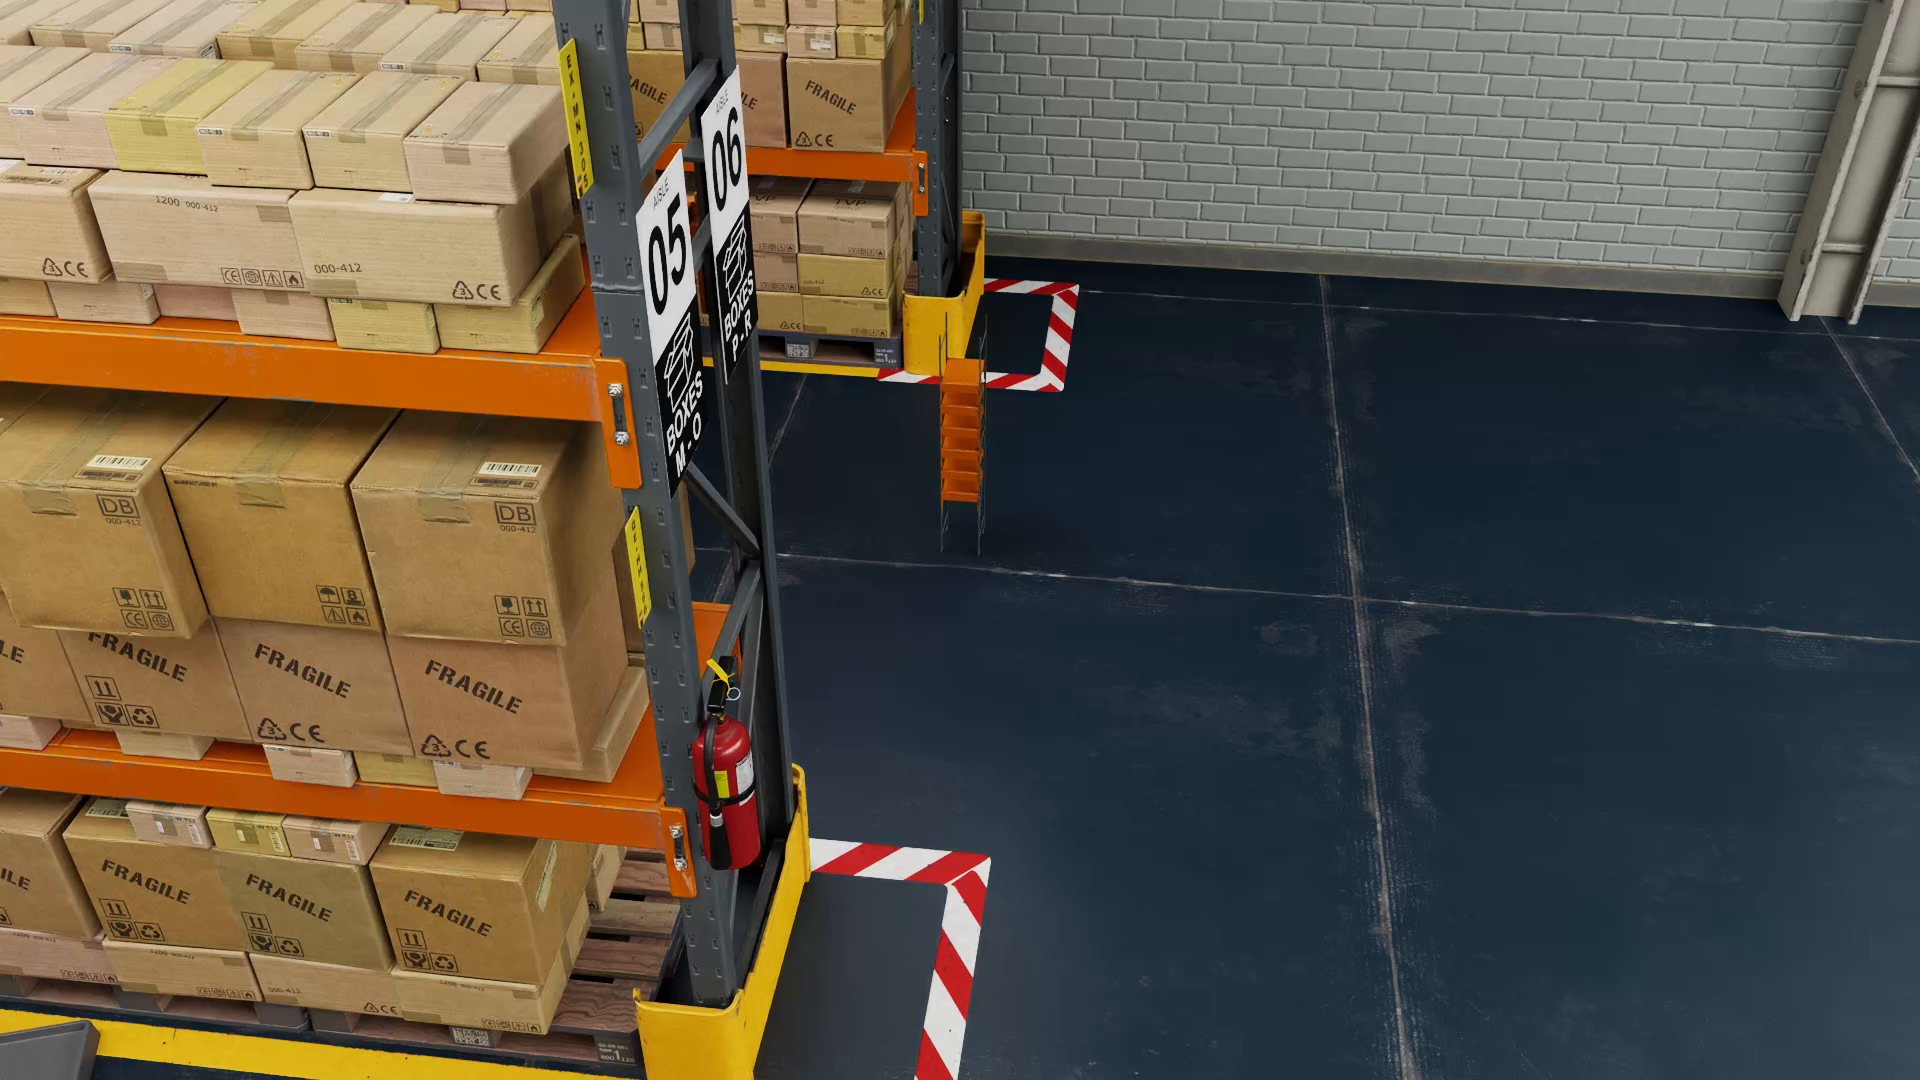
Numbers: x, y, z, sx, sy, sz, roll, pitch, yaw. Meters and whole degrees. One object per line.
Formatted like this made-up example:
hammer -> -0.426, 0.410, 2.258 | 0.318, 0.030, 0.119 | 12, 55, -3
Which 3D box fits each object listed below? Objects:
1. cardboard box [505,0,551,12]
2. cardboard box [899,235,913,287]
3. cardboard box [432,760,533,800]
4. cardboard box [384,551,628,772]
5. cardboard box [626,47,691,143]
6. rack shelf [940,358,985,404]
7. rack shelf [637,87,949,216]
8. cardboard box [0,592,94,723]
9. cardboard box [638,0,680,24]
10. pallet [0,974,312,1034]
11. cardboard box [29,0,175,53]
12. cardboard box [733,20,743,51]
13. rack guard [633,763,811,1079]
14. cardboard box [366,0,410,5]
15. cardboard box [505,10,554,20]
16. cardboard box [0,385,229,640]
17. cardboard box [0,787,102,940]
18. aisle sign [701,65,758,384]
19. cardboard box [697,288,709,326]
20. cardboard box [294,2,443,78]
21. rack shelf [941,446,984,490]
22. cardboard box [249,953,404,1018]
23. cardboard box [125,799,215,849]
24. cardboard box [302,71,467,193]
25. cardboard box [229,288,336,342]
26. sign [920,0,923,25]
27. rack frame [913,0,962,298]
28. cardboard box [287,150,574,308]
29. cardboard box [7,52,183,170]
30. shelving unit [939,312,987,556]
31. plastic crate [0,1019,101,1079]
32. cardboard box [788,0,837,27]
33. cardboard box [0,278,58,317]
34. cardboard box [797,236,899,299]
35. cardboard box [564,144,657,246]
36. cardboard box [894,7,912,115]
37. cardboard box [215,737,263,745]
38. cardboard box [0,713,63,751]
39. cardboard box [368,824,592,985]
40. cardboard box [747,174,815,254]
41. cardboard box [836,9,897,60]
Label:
cardboard box -> -2.263, -2.975, 8.935 | 0.250, 0.149, 0.380 | 4, 36, 6
cardboard box -> -0.573, -1.706, 10.064 | 0.500, 0.250, 0.500 | 4, 36, 6
cardboard box -> -1.403, 0.598, 5.046 | 0.250, 0.149, 0.380 | 4, 36, 5
cardboard box -> -1.313, 0.312, 4.889 | 0.500, 0.500, 0.500 | 4, 36, 5
cardboard box -> -1.654, -2.512, 9.102 | 0.500, 0.500, 0.500 | 4, 36, 5
rack shelf -> 0.014, -0.744, 7.717 | 0.180, 0.103, 0.258 | 4, 36, 6
rack shelf -> -2.095, -2.360, 9.594 | 4.000, 0.370, 1.077 | 4, 36, 6
cardboard box -> -2.805, 0.185, 5.067 | 0.500, 0.500, 0.500 | 5, 36, 7
cardboard box -> -1.515, -2.857, 8.770 | 0.250, 0.149, 0.380 | 5, 36, 7
pallet -> -2.823, 1.312, 6.230 | 1.213, 0.211, 1.003 | 4, 36, 6
cardboard box -> -2.304, -1.387, 4.558 | 0.250, 0.149, 0.380 | 5, 36, 7
cardboard box -> -1.242, -2.755, 8.884 | 0.250, 0.149, 0.380 | 4, 36, 6
rack guard -> -0.815, 1.367, 5.904 | 0.348, 0.500, 1.175 | 4, 36, 6
cardboard box -> -3.033, -2.973, 8.933 | 0.250, 0.149, 0.380 | 5, 36, 7
cardboard box -> -2.265, -2.805, 8.953 | 0.250, 0.149, 0.380 | 4, 36, 5
cardboard box -> -2.294, -0.146, 4.669 | 0.500, 0.500, 0.700 | 4, 36, 5
cardboard box -> -3.110, 0.974, 5.664 | 0.500, 0.500, 0.500 | 6, 36, 8
aisle sign -> -0.639, -0.877, 4.659 | 0.004, 0.787, 0.394 | 4, 36, 6
cardboard box -> -1.604, -1.494, 9.767 | 0.500, 0.250, 0.500 | 5, 36, 6
cardboard box -> -1.558, -1.295, 4.431 | 0.250, 0.149, 0.380 | 4, 36, 6
rack shelf -> 0.014, -0.353, 7.995 | 0.180, 0.103, 0.258 | 4, 36, 6
cardboard box -> -2.088, 1.356, 5.774 | 0.500, 0.250, 0.500 | 4, 36, 6
cardboard box -> -2.450, 0.796, 5.355 | 0.250, 0.149, 0.380 | 6, 36, 8
cardboard box -> -1.364, -0.984, 3.995 | 0.250, 0.149, 0.380 | 5, 36, 7
cardboard box -> -1.639, -0.668, 4.237 | 0.250, 0.149, 0.380 | 5, 36, 7
sign -> -0.194, -2.761, 8.336 | 0.005, 0.325, 0.100 | 4, 36, 6
rack frame -> -0.111, -2.505, 9.178 | 0.127, 3.000, 1.000 | 4, 36, 6
cardboard box -> -1.281, -0.808, 4.092 | 0.500, 0.250, 0.500 | 4, 36, 5
cardboard box -> -2.106, -1.063, 4.105 | 0.250, 0.149, 0.380 | 4, 36, 6
shelving unit -> 0.014, -0.487, 7.900 | 0.189, 1.200, 0.258 | 4, 36, 6
plastic crate -> -3.254, 1.836, 5.608 | 0.583, 0.080, 0.402 | -7, 36, -10
cardboard box -> -0.742, -2.836, 8.742 | 0.250, 0.149, 0.380 | 4, 36, 6
cardboard box -> -2.396, -0.740, 4.338 | 0.250, 0.149, 0.380 | 3, 36, 5
cardboard box -> -0.634, -1.616, 9.508 | 0.500, 0.250, 0.500 | 4, 36, 5
cardboard box -> -1.027, -0.975, 4.668 | 0.250, 0.149, 0.380 | 4, 36, 6
cardboard box -> -0.567, -2.743, 9.425 | 0.500, 0.500, 0.500 | 5, 36, 7
cardboard box -> -2.150, 0.465, 5.232 | 0.250, 0.149, 0.380 | 5, 36, 7
cardboard box -> -2.914, 0.472, 5.223 | 0.250, 0.149, 0.380 | 4, 36, 6
cardboard box -> -1.567, 1.089, 5.502 | 0.500, 0.500, 0.500 | 4, 36, 6
cardboard box -> -1.115, -1.853, 9.409 | 0.500, 0.250, 0.500 | 5, 36, 7
cardboard box -> -0.491, -2.674, 8.770 | 0.250, 0.149, 0.380 | 5, 36, 7
